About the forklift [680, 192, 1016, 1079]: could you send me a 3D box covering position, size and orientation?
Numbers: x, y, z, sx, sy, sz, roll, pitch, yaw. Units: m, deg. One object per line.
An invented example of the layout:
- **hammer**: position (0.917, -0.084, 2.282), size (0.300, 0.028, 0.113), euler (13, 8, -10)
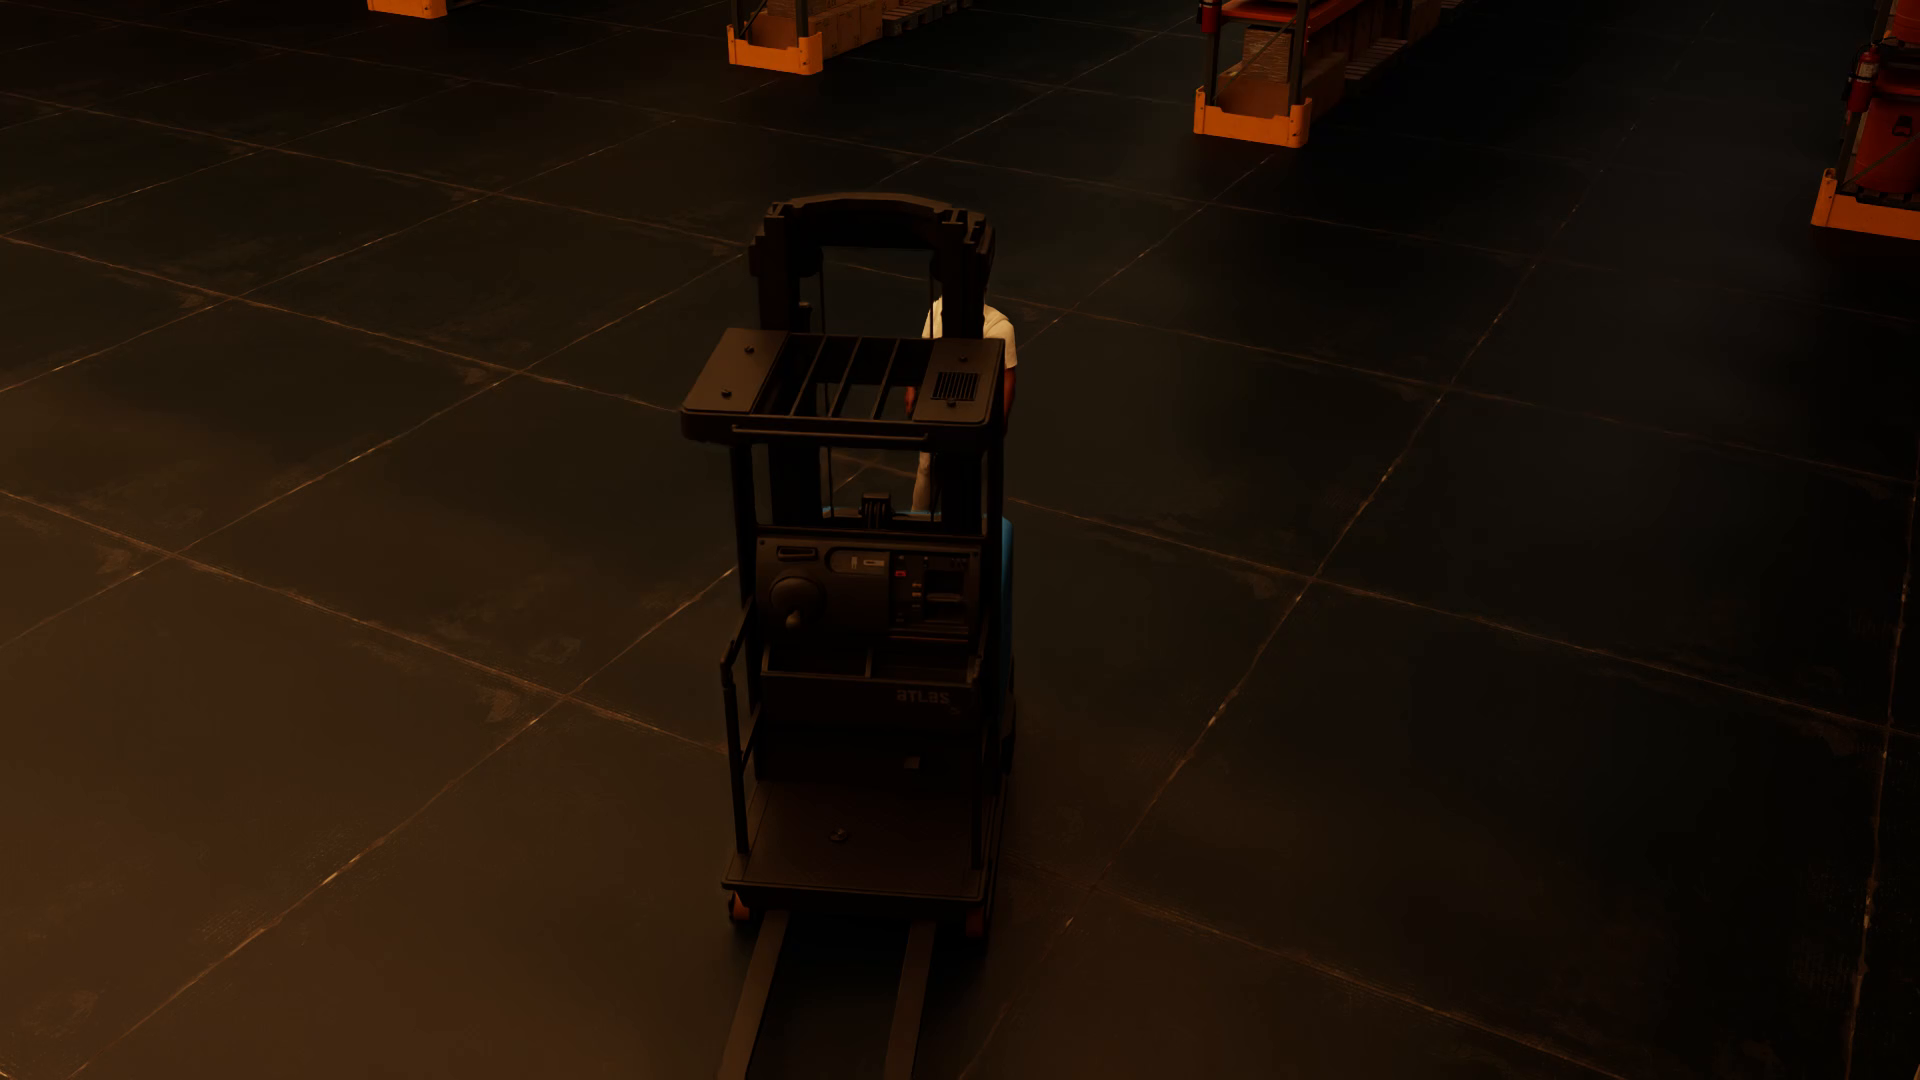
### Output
- **forklift**: position (-0.398, 0.242, 6.651), size (1.130, 2.935, 3.031), euler (3, 30, 5)

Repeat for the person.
- **person**: position (-0.039, -0.742, 9.508), size (0.666, 1.765, 0.577), euler (15, 33, 25)
